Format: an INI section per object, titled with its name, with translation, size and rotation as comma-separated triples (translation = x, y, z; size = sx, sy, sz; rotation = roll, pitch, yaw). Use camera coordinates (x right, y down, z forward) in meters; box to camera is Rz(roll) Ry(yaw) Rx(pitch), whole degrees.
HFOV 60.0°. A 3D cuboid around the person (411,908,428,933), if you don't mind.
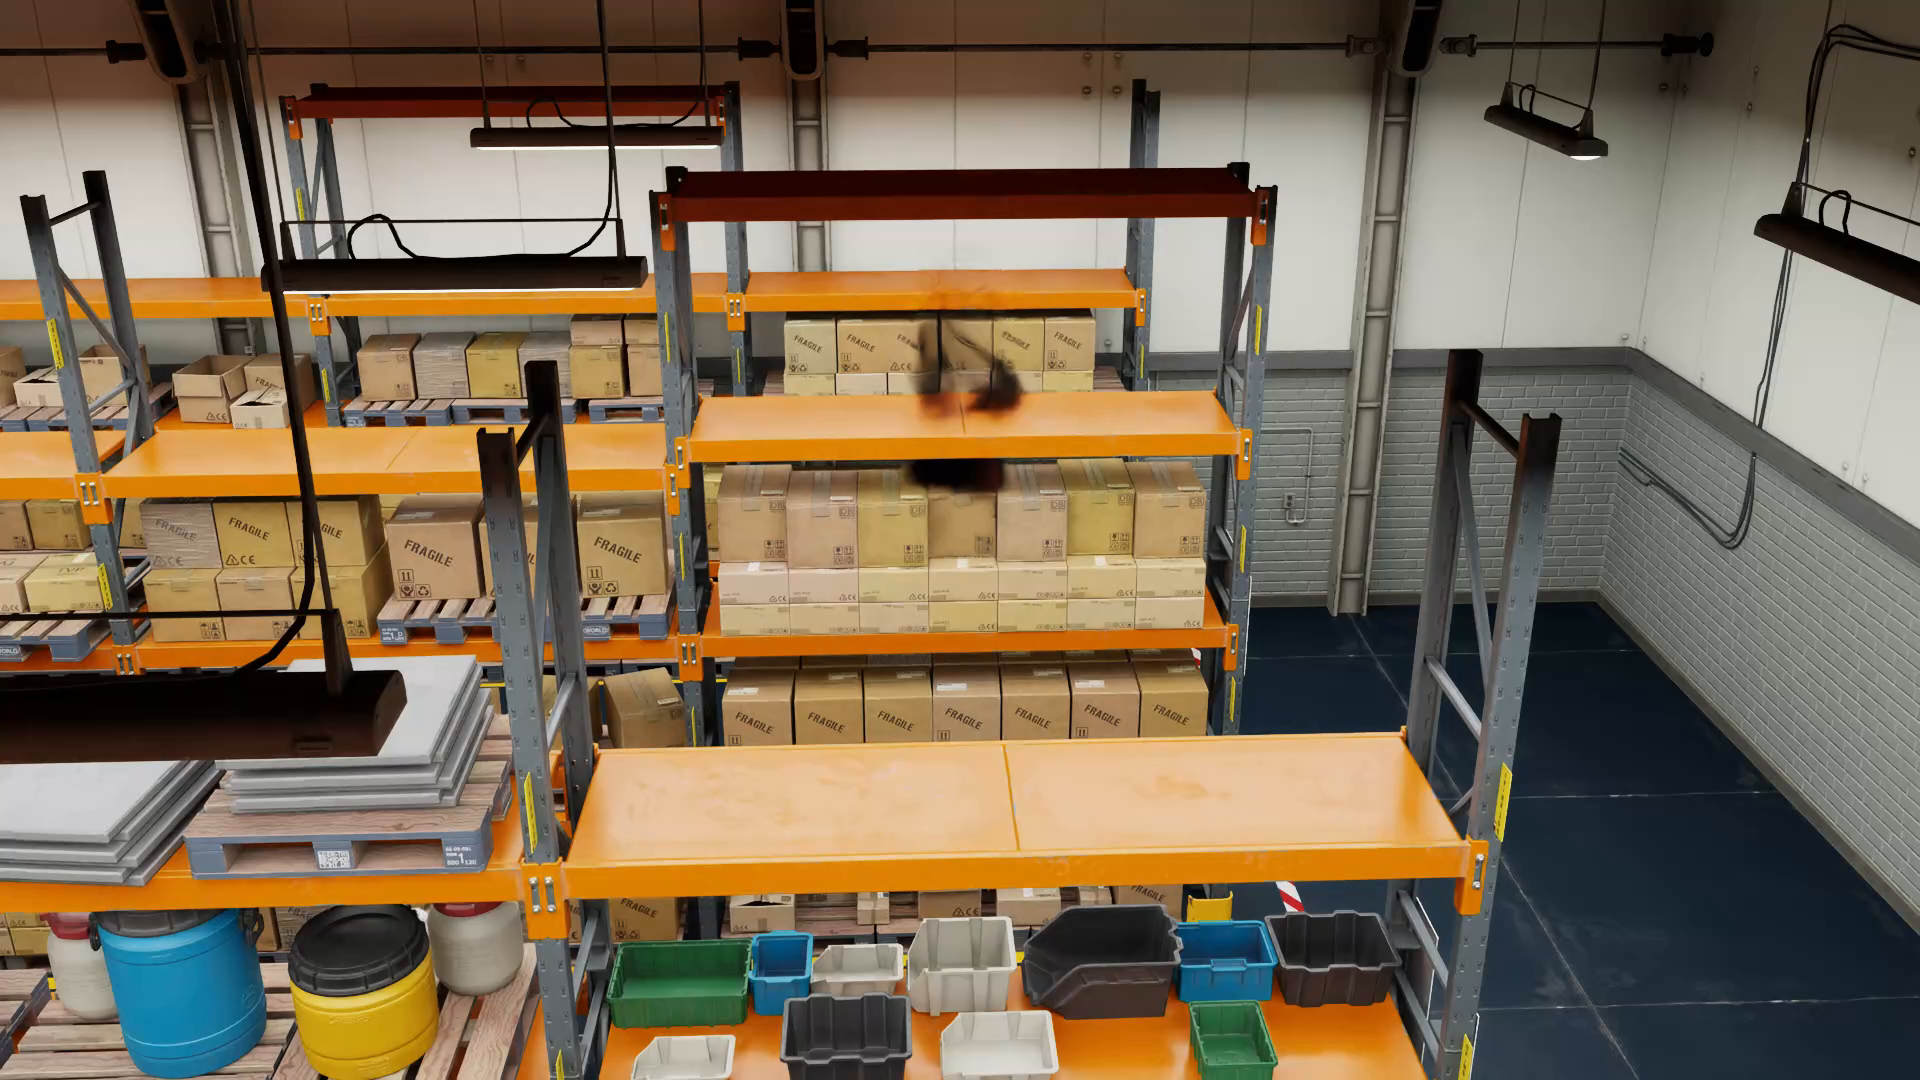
[person]
translation = -3.754, 3.102, 11.391
size = 0.562, 1.607, 0.561
rotation = -3, 22, -7
